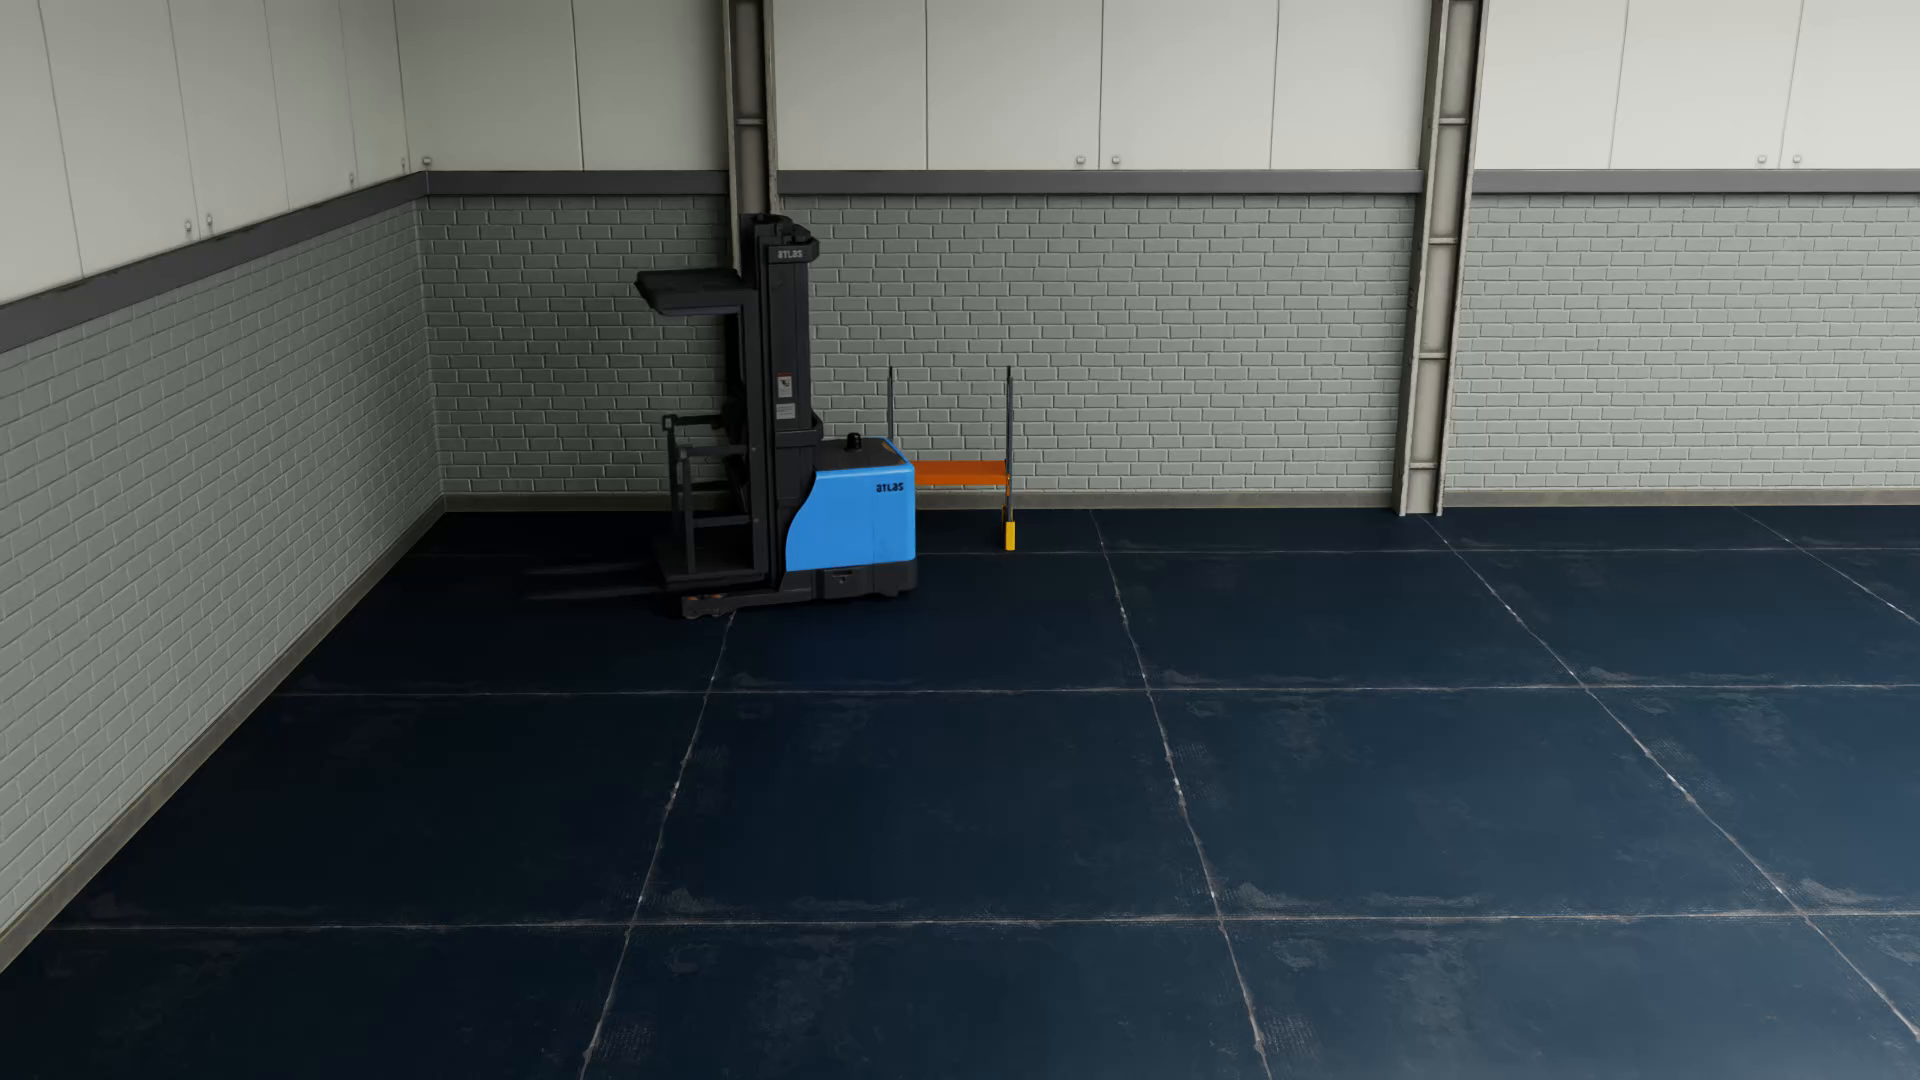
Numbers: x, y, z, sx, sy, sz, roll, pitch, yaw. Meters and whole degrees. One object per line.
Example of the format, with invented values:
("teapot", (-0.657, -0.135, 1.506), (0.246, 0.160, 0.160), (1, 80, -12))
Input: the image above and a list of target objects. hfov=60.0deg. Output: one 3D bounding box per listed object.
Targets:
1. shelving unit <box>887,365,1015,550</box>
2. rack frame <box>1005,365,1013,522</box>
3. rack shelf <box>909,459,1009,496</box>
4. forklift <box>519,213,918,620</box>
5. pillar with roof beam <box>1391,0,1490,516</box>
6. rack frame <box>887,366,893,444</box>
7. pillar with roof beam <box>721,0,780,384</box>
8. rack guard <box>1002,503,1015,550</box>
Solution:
("shelving unit", (-0.076, -0.714, 14.317), (1.083, 1.500, 0.587), (0, 18, -1))
("rack frame", (0.423, -0.716, 14.325), (0.032, 1.500, 0.500), (0, 18, -1))
("rack shelf", (-0.085, -0.542, 14.372), (1.000, 0.185, 0.538), (0, 18, -1))
("forklift", (-1.912, -0.970, 12.772), (3.031, 2.935, 1.130), (-5, 18, -15))
("pillar with roof beam", (4.287, -3.239, 9.913), (0.400, 9.000, 9.100), (0, 18, -1))
("rack frame", (-0.594, -0.711, 14.310), (0.032, 1.500, 0.500), (0, 18, -1))
("pillar with roof beam", (-1.712, -3.210, 9.822), (0.400, 9.000, 9.100), (0, 18, -1))
("rack guard", (0.422, -0.121, 14.516), (0.087, 0.250, 0.587), (0, 18, -1))
